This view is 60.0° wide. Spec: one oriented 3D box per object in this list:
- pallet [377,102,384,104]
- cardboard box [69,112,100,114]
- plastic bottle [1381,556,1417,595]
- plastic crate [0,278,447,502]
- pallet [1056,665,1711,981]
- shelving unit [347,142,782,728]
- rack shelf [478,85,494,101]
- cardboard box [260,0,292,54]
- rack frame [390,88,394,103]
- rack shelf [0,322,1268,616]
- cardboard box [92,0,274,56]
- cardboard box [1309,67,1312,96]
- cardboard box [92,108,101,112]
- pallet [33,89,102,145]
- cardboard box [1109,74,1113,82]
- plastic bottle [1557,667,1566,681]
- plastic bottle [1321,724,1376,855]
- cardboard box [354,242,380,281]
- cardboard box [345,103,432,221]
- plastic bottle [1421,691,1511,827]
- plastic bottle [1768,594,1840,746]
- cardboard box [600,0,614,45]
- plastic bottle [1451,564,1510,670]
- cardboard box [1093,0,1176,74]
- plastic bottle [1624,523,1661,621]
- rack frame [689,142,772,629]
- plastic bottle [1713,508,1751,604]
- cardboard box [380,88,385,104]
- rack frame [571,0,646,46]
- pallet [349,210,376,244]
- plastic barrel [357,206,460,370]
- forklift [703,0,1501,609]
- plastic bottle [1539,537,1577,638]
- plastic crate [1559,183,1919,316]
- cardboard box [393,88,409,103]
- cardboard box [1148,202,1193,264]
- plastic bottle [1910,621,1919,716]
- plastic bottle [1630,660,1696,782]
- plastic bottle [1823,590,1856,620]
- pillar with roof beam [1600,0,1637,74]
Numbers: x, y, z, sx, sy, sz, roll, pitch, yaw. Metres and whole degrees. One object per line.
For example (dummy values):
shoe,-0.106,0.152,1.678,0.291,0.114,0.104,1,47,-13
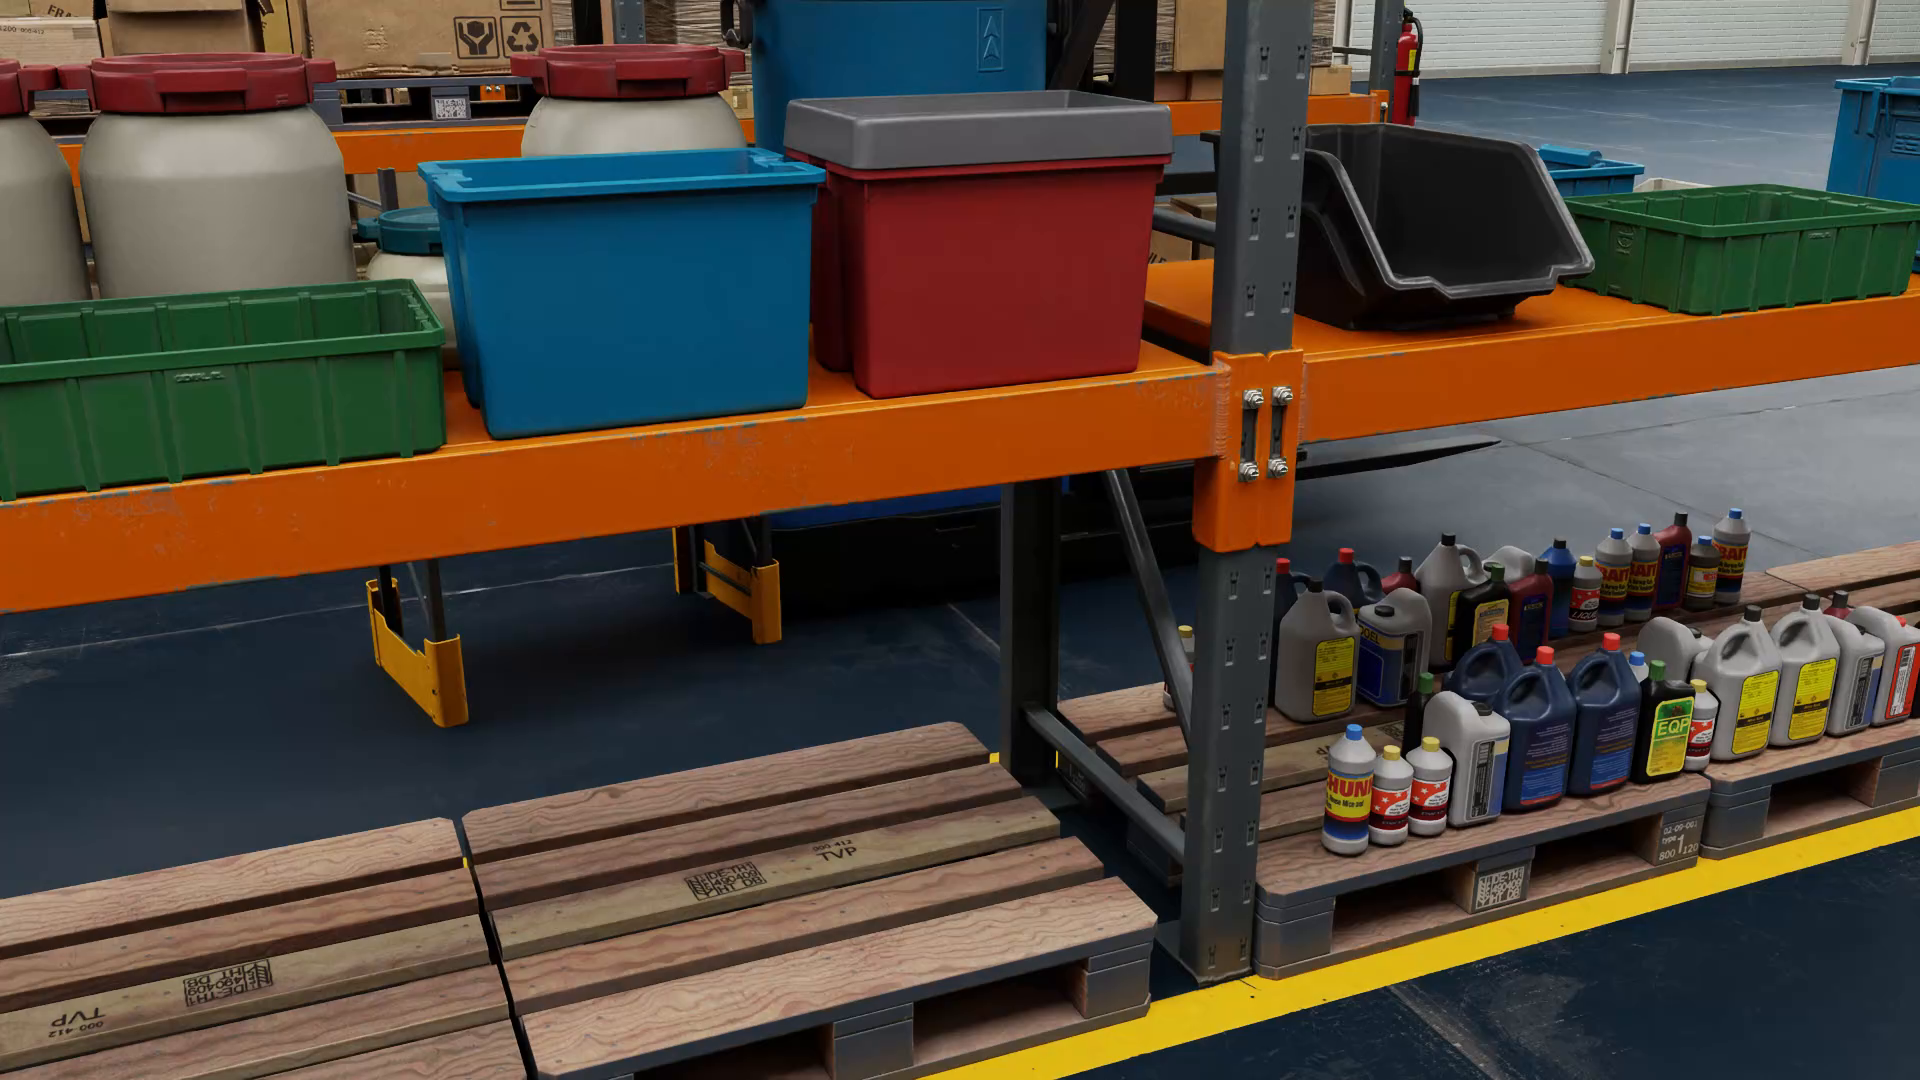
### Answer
pallet,-6.759,-5.478,21.262,1.213,0.211,1.003,-8,21,-22
cardboard box,-8.012,-3.791,15.597,0.625,0.372,0.950,-9,21,-23
plastic bottle,1.137,0.186,4.404,0.133,0.283,0.061,-7,20,-18
plastic crate,-1.137,-0.240,2.508,0.662,0.188,0.450,-8,21,-22
pallet,0.984,0.584,4.045,1.213,0.211,1.003,-8,21,-22
shelving unit,-1.153,-0.373,4.824,1.083,1.500,0.587,-14,23,-34
rack shelf,-5.320,-3.089,11.363,4.000,0.370,1.077,-8,21,-22
cardboard box,-4.784,-3.456,11.170,0.500,0.500,0.500,-8,21,-21
rack frame,-5.537,-5.188,16.240,0.127,3.000,1.000,-8,21,-22
rack shelf,-1.486,-0.053,2.740,4.000,0.370,1.077,-8,21,-22
cardboard box,-3.167,-2.157,6.843,0.637,0.503,0.797,-6,20,-16
cardboard box,1.652,-2.441,8.815,0.250,0.149,0.380,-8,21,-22
cardboard box,-10.004,-5.419,19.840,0.625,0.625,0.875,-7,21,-20
pallet,-3.483,-1.822,6.970,1.213,0.211,1.003,-8,21,-22
cardboard box,0.740,-2.304,8.427,0.250,0.149,0.380,-8,21,-22
plastic bottle,1.341,0.388,3.848,0.097,0.271,0.097,0,19,0
plastic bottle,0.817,0.516,3.487,0.097,0.271,0.097,0,19,0
cardboard box,-2.629,-1.063,7.627,0.500,0.500,0.700,-8,21,-22
cardboard box,-4.018,-2.720,11.985,0.750,0.750,1.050,-8,21,-22
plastic bottle,1.103,0.462,3.631,0.135,0.276,0.152,-7,21,-20
plastic bottle,1.990,0.301,3.975,0.185,0.351,0.144,-7,21,-20
cardboard box,-2.653,-3.894,12.339,0.550,0.550,0.875,-8,21,-22
plastic bottle,1.365,0.206,4.349,0.133,0.283,0.061,-8,21,-22
cardboard box,0.658,-2.661,8.464,0.500,0.500,0.875,-8,21,-22
plastic bottle,1.920,0.086,4.706,0.097,0.271,0.097,0,19,0
rack frame,-0.734,-0.474,5.110,0.032,1.500,0.500,-14,23,-34
plastic bottle,2.235,0.041,4.835,0.097,0.271,0.097,0,19,0
cardboard box,-7.141,-5.728,21.281,0.500,0.250,0.500,-8,21,-21
rack frame,-1.611,-2.166,7.657,0.127,3.000,1.000,-8,21,-22
pallet,-4.162,-2.252,12.100,1.213,0.211,1.003,-8,21,-22
plastic barrel,-0.926,-0.463,3.029,0.301,0.262,0.301,0,19,0
forklift,0.580,-1.464,5.768,3.031,2.935,1.130,-8,21,-22
plastic bottle,1.642,0.126,4.593,0.097,0.271,0.097,0,19,0
plastic crate,1.709,-0.648,3.665,0.662,0.188,0.450,-8,21,-22
cardboard box,-4.804,-3.827,14.999,0.500,0.500,0.500,-8,21,-22
cardboard box,0.946,-1.545,9.025,0.500,0.500,0.500,-3,20,-8
plastic bottle,2.411,0.288,4.115,0.133,0.283,0.061,-8,21,-21
plastic bottle,1.597,0.405,3.784,0.133,0.283,0.061,-7,21,-20
plastic bottle,2.226,0.260,4.196,0.133,0.283,0.061,-8,21,-22
pillar with roof beam,13.403,-11.296,24.553,0.400,9.000,9.100,-8,21,-22
